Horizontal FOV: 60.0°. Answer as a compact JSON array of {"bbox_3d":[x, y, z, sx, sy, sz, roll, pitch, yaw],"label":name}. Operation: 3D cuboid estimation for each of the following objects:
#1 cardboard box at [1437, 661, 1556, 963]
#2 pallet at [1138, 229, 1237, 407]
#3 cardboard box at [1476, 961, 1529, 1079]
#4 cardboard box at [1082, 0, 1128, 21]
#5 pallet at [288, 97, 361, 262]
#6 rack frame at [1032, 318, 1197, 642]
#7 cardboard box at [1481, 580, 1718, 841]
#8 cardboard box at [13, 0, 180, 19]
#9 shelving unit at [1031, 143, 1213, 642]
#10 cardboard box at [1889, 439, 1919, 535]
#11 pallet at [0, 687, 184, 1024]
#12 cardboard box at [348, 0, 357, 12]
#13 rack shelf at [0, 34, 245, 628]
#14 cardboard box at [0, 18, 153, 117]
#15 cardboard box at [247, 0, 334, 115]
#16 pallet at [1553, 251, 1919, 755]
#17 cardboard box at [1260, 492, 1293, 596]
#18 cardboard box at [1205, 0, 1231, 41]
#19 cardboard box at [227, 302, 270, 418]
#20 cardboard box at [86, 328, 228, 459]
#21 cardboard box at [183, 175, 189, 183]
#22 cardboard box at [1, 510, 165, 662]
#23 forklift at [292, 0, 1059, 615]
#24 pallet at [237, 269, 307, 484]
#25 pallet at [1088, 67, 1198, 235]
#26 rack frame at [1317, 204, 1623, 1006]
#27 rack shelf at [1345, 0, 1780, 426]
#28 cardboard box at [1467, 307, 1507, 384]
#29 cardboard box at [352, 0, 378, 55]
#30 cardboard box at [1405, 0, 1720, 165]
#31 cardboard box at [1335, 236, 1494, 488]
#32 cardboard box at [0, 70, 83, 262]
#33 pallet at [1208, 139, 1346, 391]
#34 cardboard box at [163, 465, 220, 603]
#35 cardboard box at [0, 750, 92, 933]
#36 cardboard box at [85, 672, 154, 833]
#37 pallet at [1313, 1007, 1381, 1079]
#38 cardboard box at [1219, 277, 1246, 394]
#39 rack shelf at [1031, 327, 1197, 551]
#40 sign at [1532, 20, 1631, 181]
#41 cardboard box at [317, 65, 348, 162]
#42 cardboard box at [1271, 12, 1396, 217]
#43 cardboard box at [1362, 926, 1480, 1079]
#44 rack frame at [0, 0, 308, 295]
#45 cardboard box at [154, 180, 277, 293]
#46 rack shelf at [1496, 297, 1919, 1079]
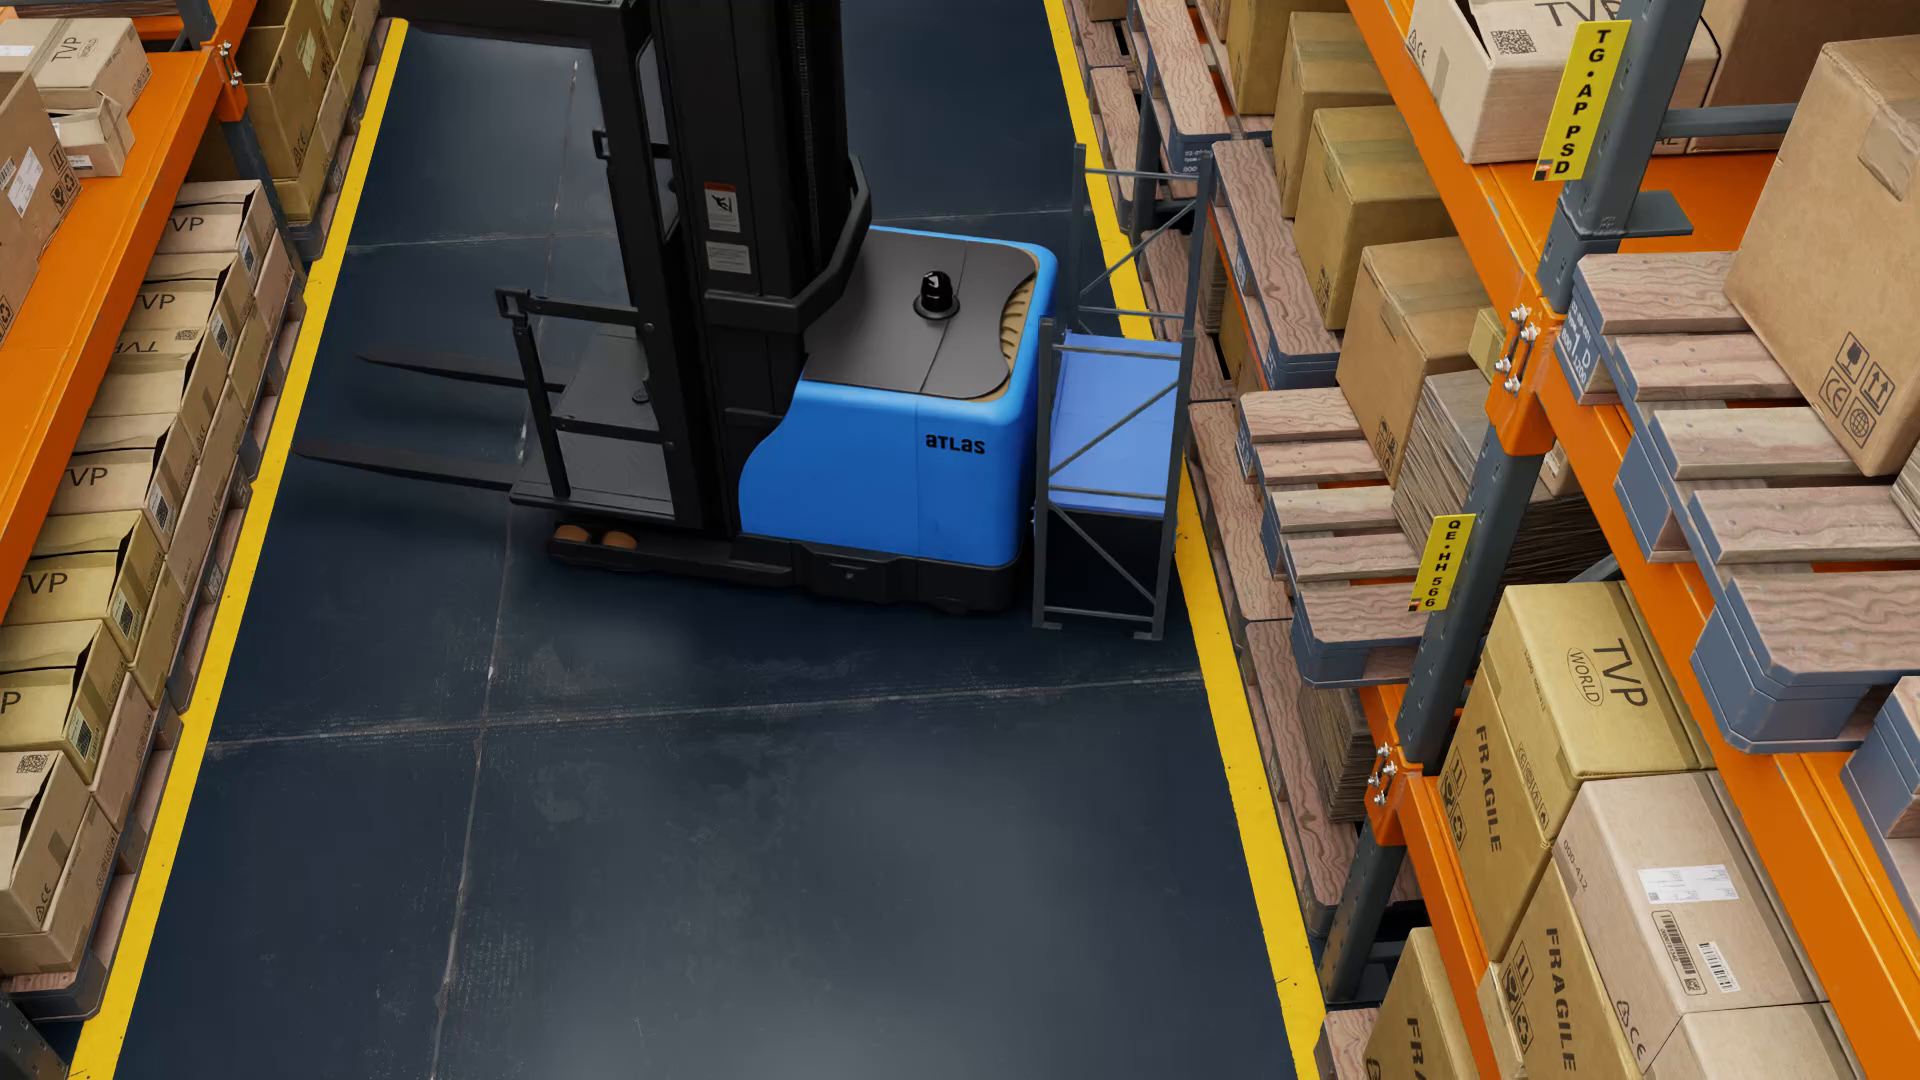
[{"bbox_3d":[1.452,0.611,3.818,0.500,0.500,0.500,-2,47,-2],"label":"cardboard box"},{"bbox_3d":[1.398,-0.984,7.537,1.003,0.211,1.213,-3,47,-3],"label":"pallet"},{"bbox_3d":[1.414,1.100,3.802,0.380,0.149,0.250,-2,47,-2],"label":"cardboard box"},{"bbox_3d":[1.024,-3.240,9.171,0.700,0.500,0.500,-6,47,-6],"label":"cardboard box"},{"bbox_3d":[-3.629,-1.822,8.330,1.003,0.211,1.213,-3,47,-3],"label":"pallet"},{"bbox_3d":[0.518,-0.164,5.866,0.500,1.500,0.032,6,47,7],"label":"rack frame"},{"bbox_3d":[1.450,0.351,3.547,0.500,0.250,0.500,-2,47,-2],"label":"cardboard box"},{"bbox_3d":[-3.648,-2.558,7.037,0.700,0.500,0.500,-5,47,-4],"label":"cardboard box"},{"bbox_3d":[0.596,-0.528,6.212,0.538,1.500,1.048,6,47,7],"label":"shelving unit"},{"bbox_3d":[1.861,-0.102,2.343,0.700,0.500,0.500,-6,47,-5],"label":"cardboard box"},{"bbox_3d":[-3.299,1.052,5.608,1.003,0.211,1.213,-3,47,-3],"label":"pallet"},{"bbox_3d":[-3.459,-3.099,8.707,0.500,0.500,0.500,-3,47,-3],"label":"cardboard box"},{"bbox_3d":[-3.437,-0.508,5.661,1.077,0.370,4.000,-3,47,-3],"label":"rack shelf"},{"bbox_3d":[-3.520,-1.797,6.490,0.500,0.250,0.500,-1,47,-1],"label":"cardboard box"},{"bbox_3d":[-3.381,-2.375,8.021,0.500,0.500,0.500,-3,47,-3],"label":"cardboard box"},{"bbox_3d":[1.773,-0.116,2.858,1.213,0.211,1.003,-2,47,-1],"label":"pallet"},{"bbox_3d":[1.557,-0.159,6.253,0.700,0.500,0.500,-4,47,-4],"label":"cardboard box"},{"bbox_3d":[1.340,-2.322,6.511,0.700,0.500,0.500,-3,47,-3],"label":"cardboard box"},{"bbox_3d":[-3.240,-0.753,7.002,0.500,0.250,0.500,-4,47,-4],"label":"cardboard box"},{"bbox_3d":[-3.195,-0.581,6.453,0.500,0.311,0.500,-4,47,-3],"label":"cardboard box"},{"bbox_3d":[-3.861,-1.724,7.921,0.500,0.250,0.500,-3,47,-3],"label":"cardboard box"},{"bbox_3d":[-3.113,0.154,5.756,0.500,0.311,0.500,-5,47,-4],"label":"cardboard box"},{"bbox_3d":[-1.180,-1.250,5.915,3.031,2.935,1.130,8,47,7],"label":"forklift"},{"bbox_3d":[-3.504,-0.713,7.280,1.003,0.211,1.213,-3,47,-3],"label":"pallet"},{"bbox_3d":[1.240,-2.031,8.528,1.003,0.211,1.213,-3,47,-3],"label":"pallet"},{"bbox_3d":[1.667,0.388,4.317,1.000,3.000,0.127,-3,47,-3],"label":"rack frame"},{"bbox_3d":[1.499,-1.843,4.859,1.077,0.370,4.000,-3,47,-3],"label":"rack shelf"},{"bbox_3d":[1.566,-0.501,4.340,0.380,0.149,0.250,-11,47,-10],"label":"cardboard box"},{"bbox_3d":[-3.462,-2.841,8.979,0.500,0.250,0.500,-3,47,-3],"label":"cardboard box"},{"bbox_3d":[1.337,-1.124,3.731,0.500,0.311,0.500,-3,47,-3],"label":"cardboard box"},{"bbox_3d":[1.543,-0.540,4.824,0.700,0.500,0.500,-7,47,-7],"label":"cardboard box"},{"bbox_3d":[-3.512,-1.299,5.845,0.500,0.500,0.500,0,47,0],"label":"cardboard box"},{"bbox_3d":[1.460,-0.976,5.740,1.003,0.211,1.213,-3,47,-3],"label":"pallet"},{"bbox_3d":[-3.156,-0.015,6.302,0.500,0.250,0.500,-3,47,-2],"label":"cardboard box"},{"bbox_3d":[-3.021,0.903,5.047,0.500,0.311,0.500,-2,47,-2],"label":"cardboard box"},{"bbox_3d":[-3.064,0.732,5.595,0.500,0.250,0.500,-5,47,-4],"label":"cardboard box"},{"bbox_3d":[1.657,1.922,4.785,1.003,0.211,1.213,-3,47,-3],"label":"pallet"},{"bbox_3d":[1.503,-0.896,6.951,0.700,0.500,0.500,-4,47,-4],"label":"cardboard box"},{"bbox_3d":[0.599,-0.404,6.342,0.538,0.185,1.000,6,47,7],"label":"rack shelf"},{"bbox_3d":[1.126,-0.790,3.010,0.100,0.325,0.005,-3,47,-3],"label":"sign"},{"bbox_3d":[-3.378,-2.117,8.294,0.500,0.250,0.500,-3,47,-3],"label":"cardboard box"},{"bbox_3d":[1.466,-1.442,5.678,0.700,0.500,0.500,2,47,2],"label":"cardboard box"},{"bbox_3d":[1.597,1.523,4.433,0.750,0.750,0.750,-4,47,-4],"label":"cardboard box"},{"bbox_3d":[-3.604,-2.202,6.770,1.000,3.000,0.127,-3,47,-3],"label":"rack frame"},{"bbox_3d":[-3.285,-1.319,7.151,0.500,0.311,0.500,-3,47,-3],"label":"cardboard box"},{"bbox_3d":[1.834,1.051,2.118,1.077,0.370,4.000,-3,47,-3],"label":"rack shelf"}]
